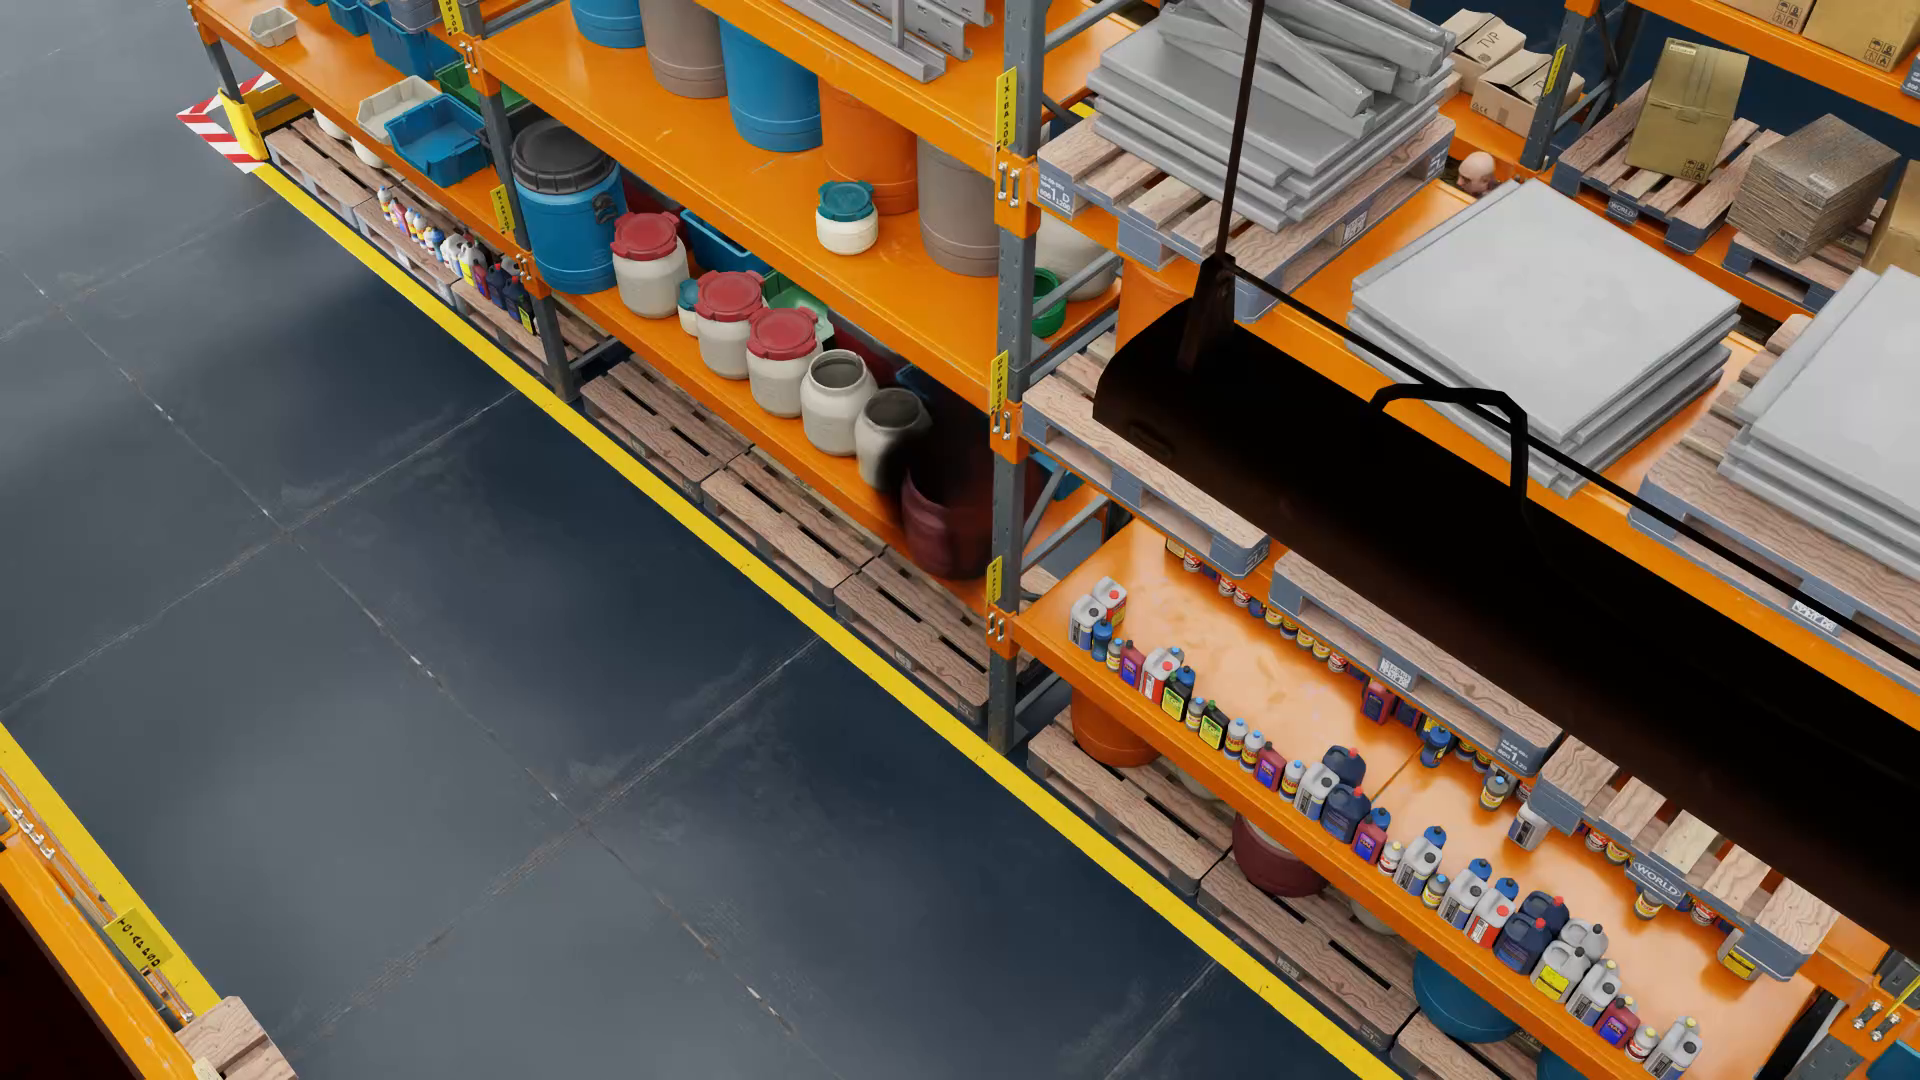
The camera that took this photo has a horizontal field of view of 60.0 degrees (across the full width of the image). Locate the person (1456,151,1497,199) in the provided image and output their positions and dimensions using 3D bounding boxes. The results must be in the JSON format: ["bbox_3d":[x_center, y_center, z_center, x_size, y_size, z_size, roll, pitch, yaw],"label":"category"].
[{"bbox_3d":[3.013,-1.701,10.266,0.526,1.747,0.985,-36,58,-26],"label":"person"}]
